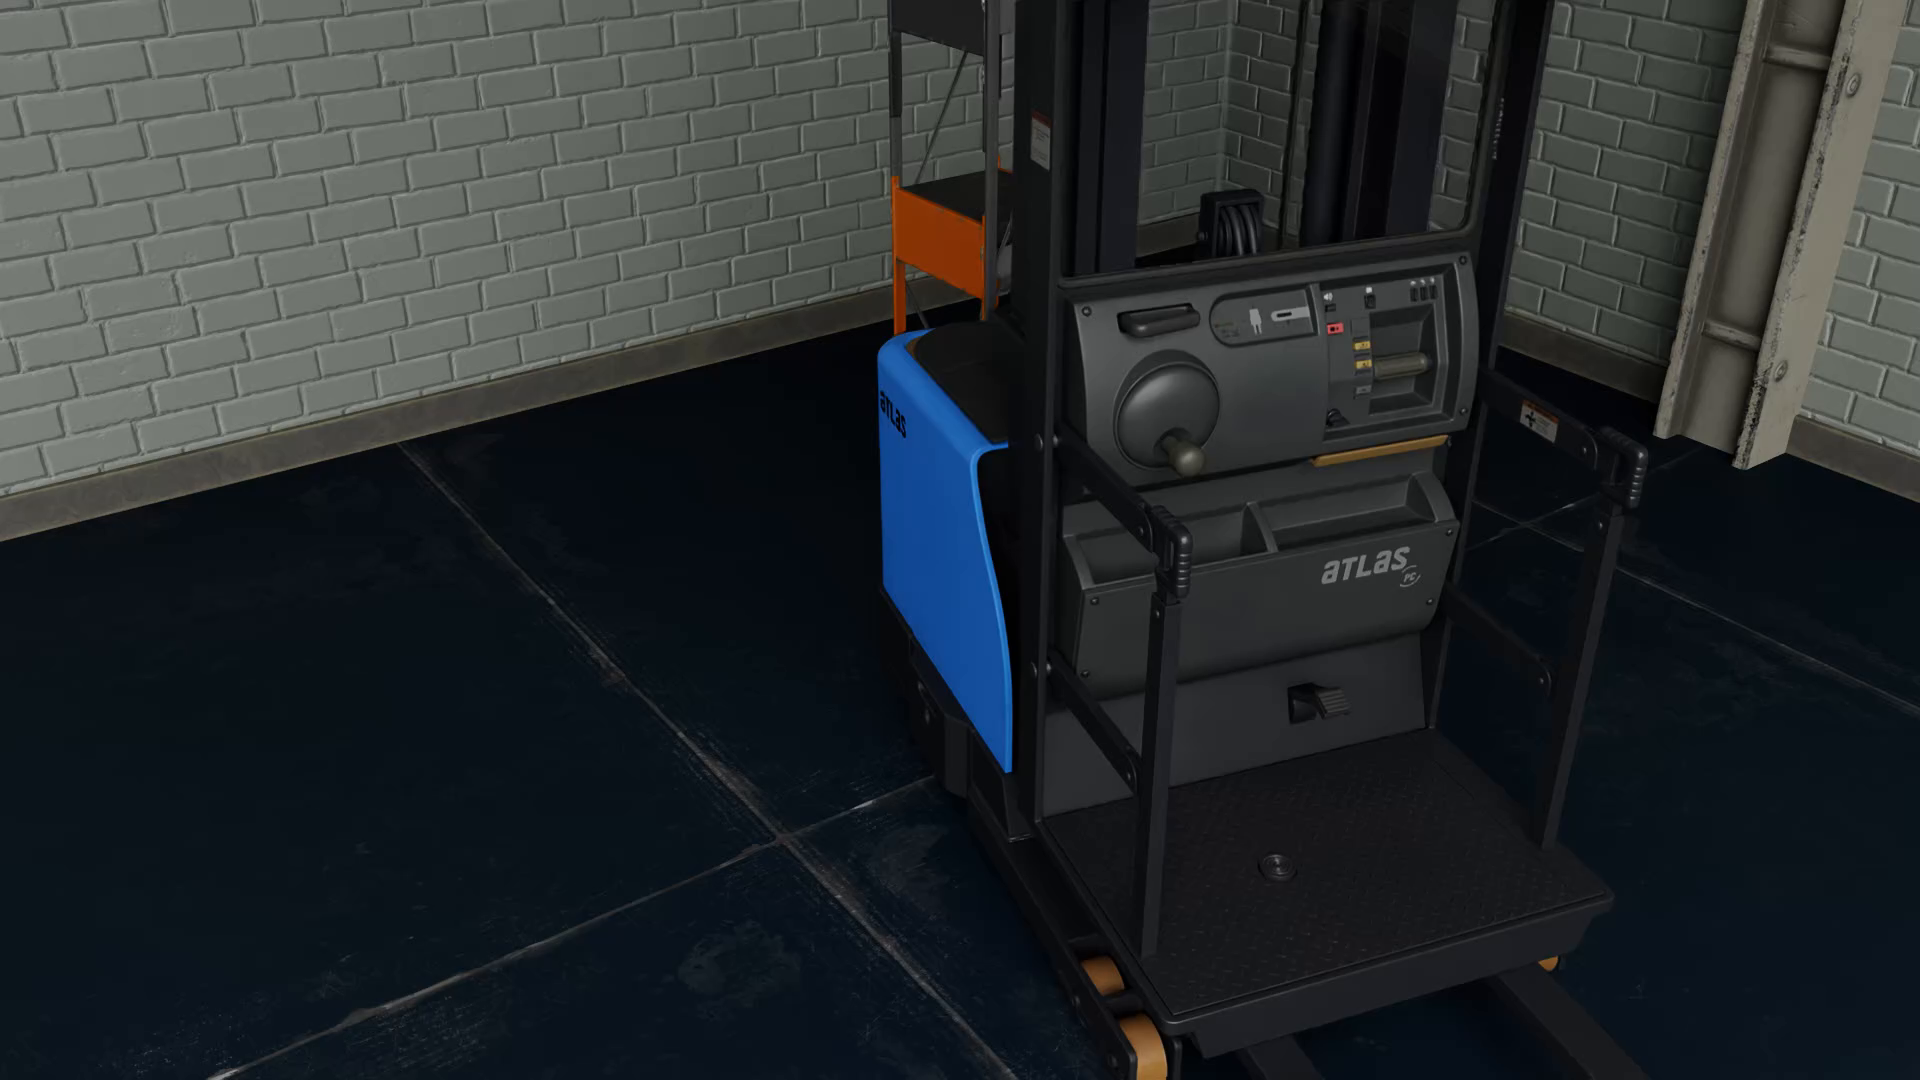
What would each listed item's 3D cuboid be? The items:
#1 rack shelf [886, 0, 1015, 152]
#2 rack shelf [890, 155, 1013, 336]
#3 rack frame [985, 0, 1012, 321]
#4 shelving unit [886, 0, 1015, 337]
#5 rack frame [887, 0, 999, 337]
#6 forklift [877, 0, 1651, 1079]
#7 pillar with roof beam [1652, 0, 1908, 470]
[{"bbox_3d":[0.096,-1.462,4.803,0.431,0.518,0.480,-19,34,-31],"label":"rack shelf"},{"bbox_3d":[0.096,-0.846,5.137,0.431,0.518,0.480,-19,34,-31],"label":"rack shelf"},{"bbox_3d":[0.238,-0.763,4.956,0.400,2.100,0.015,-19,34,-31],"label":"rack frame"},{"bbox_3d":[0.096,-0.858,5.130,0.431,2.100,0.503,-19,34,-31],"label":"shelving unit"},{"bbox_3d":[-0.046,-0.953,5.305,0.400,2.100,0.015,-19,34,-31],"label":"rack frame"},{"bbox_3d":[0.748,-0.327,3.282,1.130,2.935,3.031,-10,30,-18],"label":"forklift"},{"bbox_3d":[-0.559,-3.143,2.108,9.100,9.000,0.400,-19,34,-31],"label":"pillar with roof beam"}]
